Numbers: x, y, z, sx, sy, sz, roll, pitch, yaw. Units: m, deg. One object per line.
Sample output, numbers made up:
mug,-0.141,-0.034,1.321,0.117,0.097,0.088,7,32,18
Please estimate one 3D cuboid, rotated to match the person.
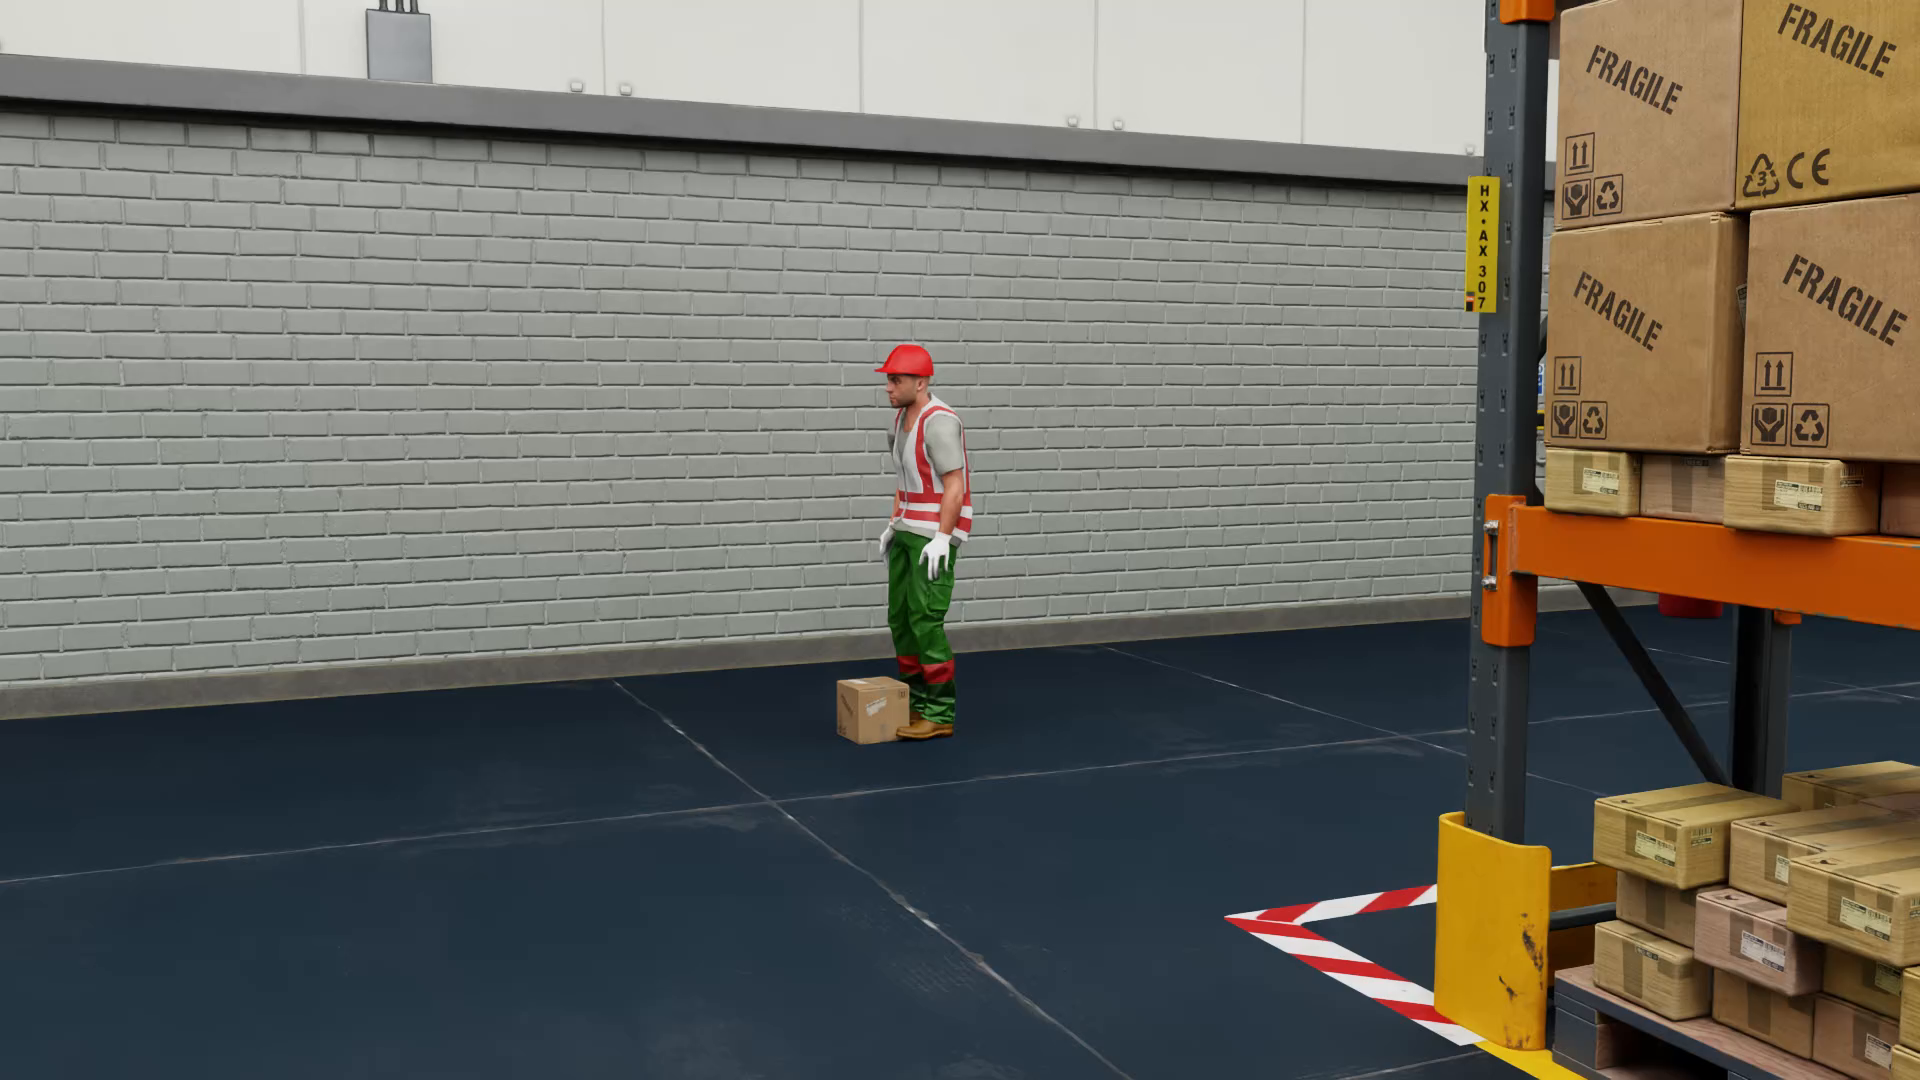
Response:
person,-0.189,0.003,7.586,0.447,1.778,0.592,-3,6,-26
